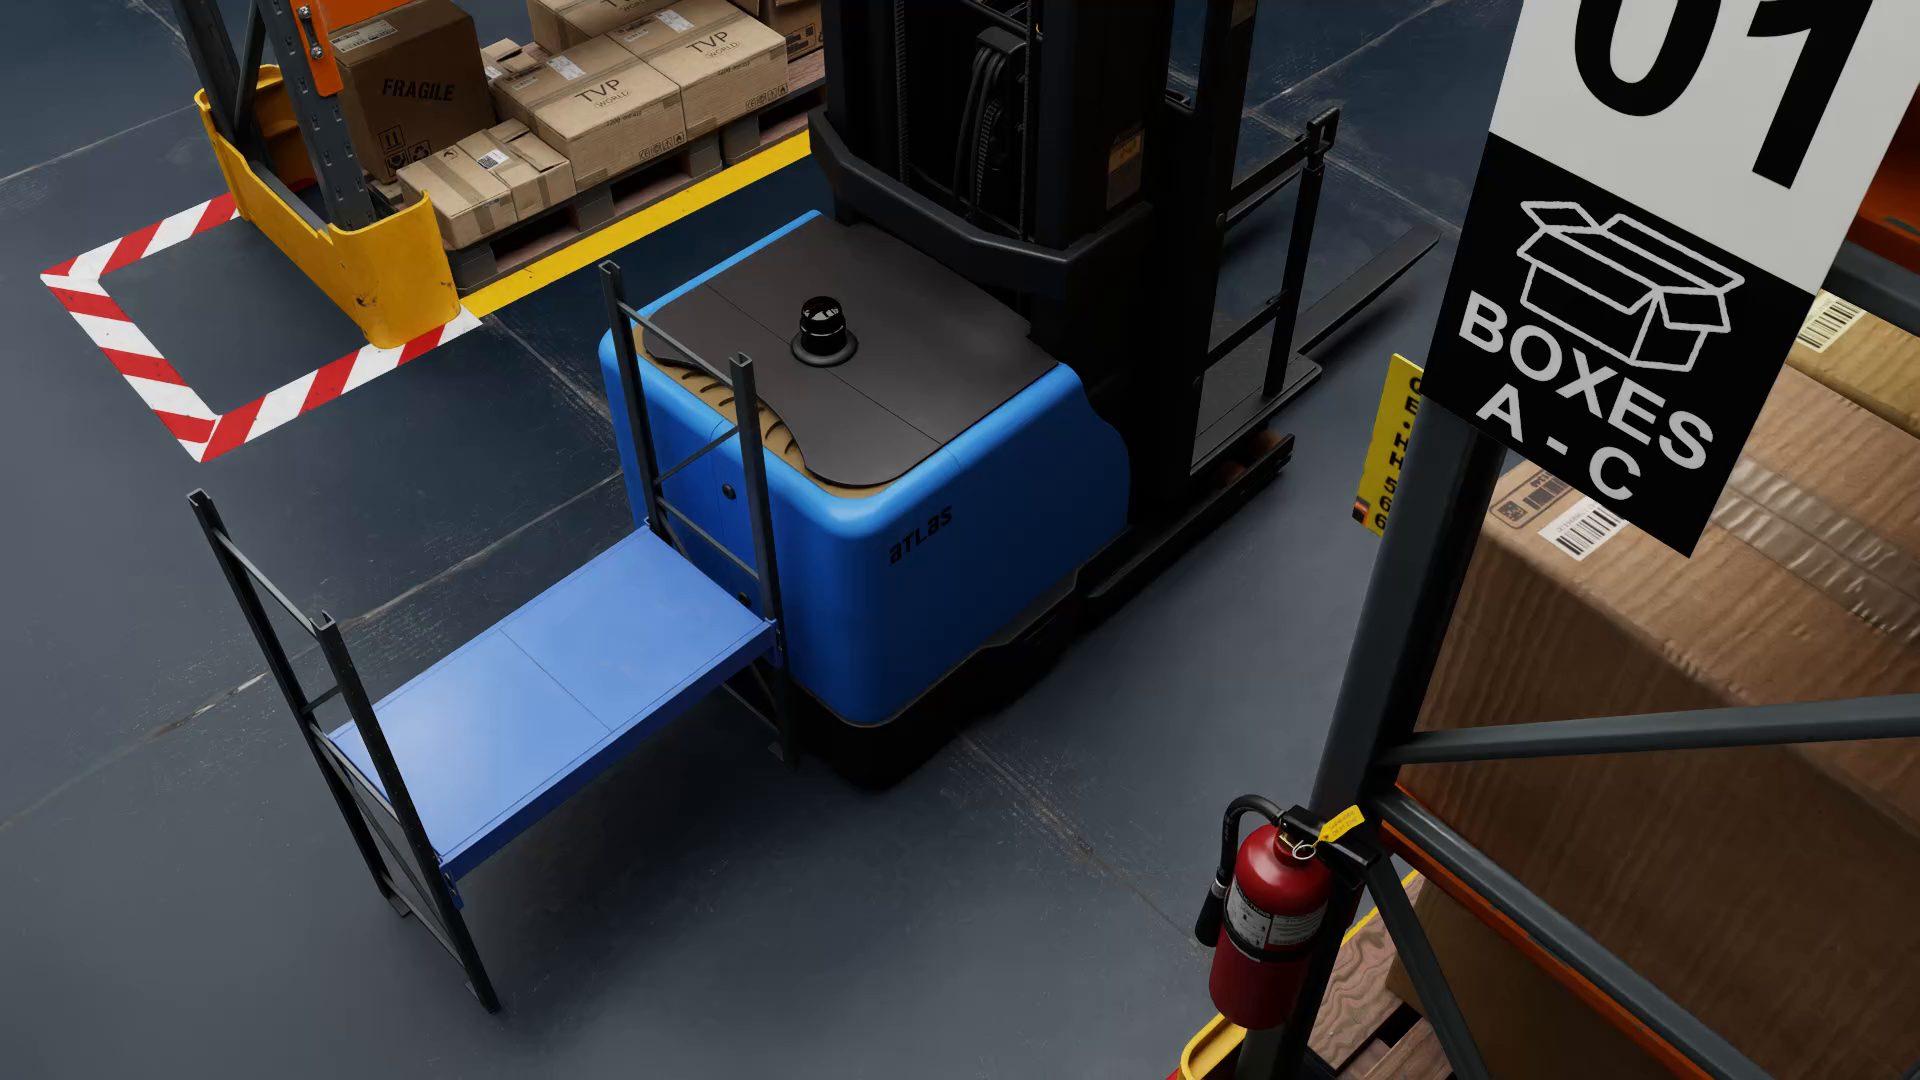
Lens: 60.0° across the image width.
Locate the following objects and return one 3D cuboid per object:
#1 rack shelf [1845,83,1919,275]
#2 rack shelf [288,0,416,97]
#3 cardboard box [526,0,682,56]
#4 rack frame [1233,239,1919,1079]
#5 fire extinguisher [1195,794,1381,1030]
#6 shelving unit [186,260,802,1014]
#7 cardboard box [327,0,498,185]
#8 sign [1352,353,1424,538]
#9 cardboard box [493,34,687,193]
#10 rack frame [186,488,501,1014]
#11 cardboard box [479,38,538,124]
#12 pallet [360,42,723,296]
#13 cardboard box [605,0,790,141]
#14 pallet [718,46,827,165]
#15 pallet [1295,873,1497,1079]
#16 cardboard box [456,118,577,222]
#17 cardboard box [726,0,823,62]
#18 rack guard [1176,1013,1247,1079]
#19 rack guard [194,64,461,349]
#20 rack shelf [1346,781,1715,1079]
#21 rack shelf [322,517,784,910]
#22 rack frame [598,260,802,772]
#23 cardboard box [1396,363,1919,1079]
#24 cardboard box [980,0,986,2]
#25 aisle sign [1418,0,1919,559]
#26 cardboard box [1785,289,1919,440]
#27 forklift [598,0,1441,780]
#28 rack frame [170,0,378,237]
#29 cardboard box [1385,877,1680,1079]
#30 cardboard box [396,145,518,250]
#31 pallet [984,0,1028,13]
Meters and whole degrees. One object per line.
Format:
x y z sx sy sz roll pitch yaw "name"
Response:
2.461 -1.106 2.678 4.000 0.370 1.077 -34 56 -27 "rack shelf"
-0.874 -2.780 6.264 4.000 0.370 1.077 -34 56 -27 "rack shelf"
-1.394 -2.108 6.726 0.500 0.250 0.500 -34 56 -27 "cardboard box"
0.979 0.655 2.605 0.053 2.616 0.949 -34 56 -27 "rack frame"
0.559 0.633 2.931 0.183 0.674 0.296 -34 56 -27 "fire extinguisher"
-0.988 0.272 3.979 0.538 1.500 1.048 35 56 28 "shelving unit"
-2.117 -1.740 6.216 0.500 0.500 0.500 -34 56 -27 "cardboard box"
0.627 -0.118 2.369 0.005 0.325 0.100 -34 56 -27 "sign"
-1.391 -1.614 6.270 0.500 0.250 0.500 -34 56 -27 "cardboard box"
-1.342 0.540 3.731 0.500 1.500 0.032 35 56 28 "rack frame"
-1.757 -1.778 6.478 0.250 0.166 0.380 -34 56 -27 "cardboard box"
-1.708 -1.522 6.511 1.213 0.211 1.003 -34 56 -27 "pallet"
-1.021 -1.861 6.498 0.500 0.250 0.500 -34 56 -27 "cardboard box"
-0.806 -2.122 7.064 1.213 0.211 1.003 -34 56 -27 "pallet"
1.520 1.164 4.032 1.213 0.211 1.003 -34 56 -27 "pallet"
-1.628 -1.367 6.099 0.250 0.166 0.380 -34 56 -27 "cardboard box"
-0.781 -2.384 6.808 0.637 0.503 0.797 -34 56 -27 "cardboard box"
0.964 1.516 3.511 0.348 0.500 1.175 -34 56 -27 "rack guard"
-2.298 -1.225 6.040 0.348 0.500 1.175 -34 56 -27 "rack guard"
2.461 -0.088 3.780 4.000 0.370 1.077 -34 56 -27 "rack shelf"
-0.988 0.394 4.111 0.538 0.185 1.000 35 56 28 "rack shelf"
-0.634 0.004 4.226 0.500 1.500 0.032 35 56 28 "rack frame"
1.352 0.297 2.731 0.700 0.700 0.980 -31 55 -26 "cardboard box"
-0.180 -2.444 6.994 0.500 0.311 0.500 -34 56 -27 "cardboard box"
0.726 -0.353 1.766 0.004 0.787 0.394 -34 56 -27 "aisle sign"
1.883 -0.069 3.068 0.700 0.700 0.980 -34 56 -27 "cardboard box"
0.436 -1.323 4.476 1.130 2.935 3.031 36 57 28 "forklift"
-2.354 -2.035 5.087 0.127 3.000 1.000 -34 56 -27 "rack frame"
1.432 0.961 3.737 0.500 0.500 0.700 -34 56 -27 "cardboard box"
-1.813 -1.238 5.992 0.250 0.149 0.380 -34 56 -27 "cardboard box"
0.097 -2.728 7.624 1.213 0.211 1.003 -34 56 -27 "pallet"
